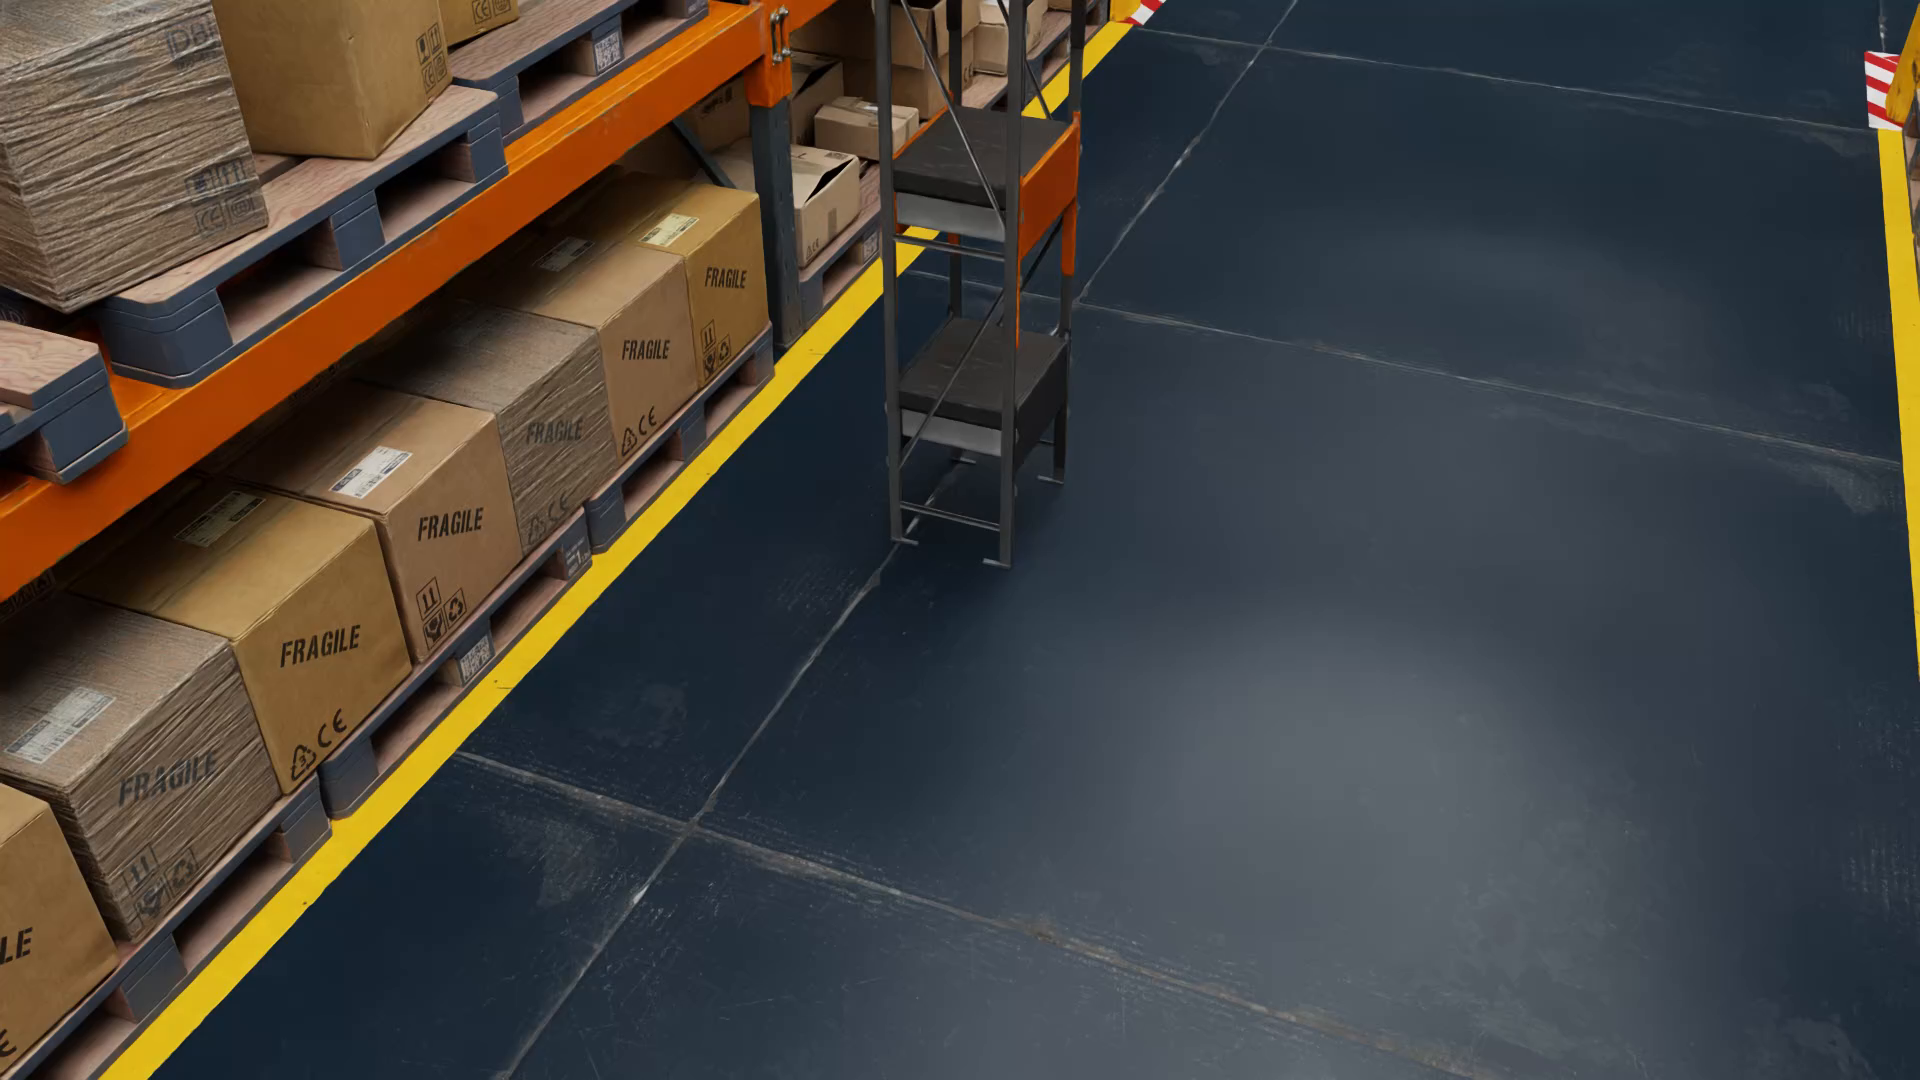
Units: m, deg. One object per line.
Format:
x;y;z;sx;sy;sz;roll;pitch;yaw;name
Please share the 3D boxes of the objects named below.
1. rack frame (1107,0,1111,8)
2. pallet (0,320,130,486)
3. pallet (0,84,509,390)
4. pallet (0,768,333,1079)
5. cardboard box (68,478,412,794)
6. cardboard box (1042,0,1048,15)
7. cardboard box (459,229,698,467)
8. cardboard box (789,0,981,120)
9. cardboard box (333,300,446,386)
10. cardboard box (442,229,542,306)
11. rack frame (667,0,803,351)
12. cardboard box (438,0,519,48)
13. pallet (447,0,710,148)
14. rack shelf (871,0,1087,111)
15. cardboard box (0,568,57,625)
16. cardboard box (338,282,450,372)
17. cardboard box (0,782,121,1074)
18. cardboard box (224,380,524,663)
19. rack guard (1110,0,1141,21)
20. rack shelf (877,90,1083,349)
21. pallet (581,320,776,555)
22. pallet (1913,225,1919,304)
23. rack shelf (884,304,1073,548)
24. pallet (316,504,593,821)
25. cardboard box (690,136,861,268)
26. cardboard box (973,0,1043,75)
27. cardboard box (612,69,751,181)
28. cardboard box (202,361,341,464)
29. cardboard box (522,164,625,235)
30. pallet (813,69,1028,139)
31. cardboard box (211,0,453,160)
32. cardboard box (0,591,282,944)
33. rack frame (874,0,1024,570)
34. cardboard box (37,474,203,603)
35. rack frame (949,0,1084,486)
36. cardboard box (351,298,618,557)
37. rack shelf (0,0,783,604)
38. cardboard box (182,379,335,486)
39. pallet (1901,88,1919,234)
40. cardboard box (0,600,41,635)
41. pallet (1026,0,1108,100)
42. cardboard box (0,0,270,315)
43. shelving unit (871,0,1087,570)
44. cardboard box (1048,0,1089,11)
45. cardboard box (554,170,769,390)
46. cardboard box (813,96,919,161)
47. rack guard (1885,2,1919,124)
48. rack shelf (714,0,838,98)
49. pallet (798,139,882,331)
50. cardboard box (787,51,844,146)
0.444;-4.269;8.456;1.000;3.000;0.127;14;39;18;rack frame
-2.407;-0.154;3.111;1.213;0.211;1.003;14;39;18;pallet
-1.865;-0.841;4.029;1.003;0.211;1.213;14;39;18;pallet
-2.281;0.872;3.906;1.003;0.211;1.213;14;39;18;pallet
-1.773;0.231;4.156;0.500;0.500;0.500;13;39;17;cardboard box
0.227;-2.749;8.422;0.380;0.166;0.250;14;39;18;cardboard box
-1.197;-0.619;5.293;0.500;0.500;0.500;14;39;18;cardboard box
-0.368;-2.272;7.502;0.797;0.503;0.637;14;39;18;cardboard box
-1.877;-0.444;5.059;0.500;0.500;0.500;14;39;18;cardboard box
-1.680;-0.719;5.427;0.500;0.500;0.500;14;39;18;cardboard box
-1.078;-2.054;5.493;1.000;3.000;0.127;14;39;18;rack frame
-1.668;-1.656;4.526;0.700;0.500;0.500;20;41;25;cardboard box
-1.483;-1.560;4.992;1.003;0.211;1.213;14;39;18;pallet
0.063;-1.482;4.333;0.431;0.518;0.480;14;39;18;rack shelf
-2.444;0.082;3.730;0.500;0.250;0.500;15;39;19;cardboard box
-1.868;-0.764;4.860;0.500;0.250;0.500;14;39;18;cardboard box
-2.163;0.798;3.397;0.500;0.500;0.500;15;39;20;cardboard box
-1.580;-0.059;4.544;0.500;0.500;0.500;13;39;16;cardboard box
0.415;-3.226;9.148;1.175;0.500;0.348;14;39;18;rack guard
0.063;-0.922;4.752;0.431;0.518;0.480;14;39;18;rack shelf
-1.353;-0.478;5.714;1.003;0.211;1.213;14;39;18;pallet
4.208;-0.901;6.279;1.003;0.211;1.213;14;39;18;pallet
0.063;-0.361;5.171;0.431;0.518;0.480;14;39;18;rack shelf
-1.816;0.199;4.807;1.003;0.211;1.213;14;39;18;pallet
-0.719;-1.337;6.411;0.500;0.311;0.500;14;39;18;cardboard box
0.075;-2.468;7.975;0.500;0.250;0.500;14;39;18;cardboard box
-1.124;-1.609;6.618;0.500;0.500;0.500;14;39;18;cardboard box
-2.059;-0.486;4.489;0.500;0.250;0.500;13;39;17;cardboard box
-1.488;-1.017;5.826;0.500;0.500;0.500;12;38;16;cardboard box
-0.353;-1.995;7.743;1.003;0.211;1.213;14;39;18;pallet
-1.693;-1.270;4.010;0.700;0.500;0.500;5;37;6;cardboard box
-1.969;0.507;3.786;0.500;0.500;0.500;12;39;16;cardboard box
-0.030;-0.798;4.563;0.400;2.100;0.015;14;39;18;rack frame
-2.264;0.128;4.294;0.500;0.500;0.500;12;39;16;cardboard box
0.156;-1.068;4.925;0.400;2.100;0.015;14;39;18;rack frame
-1.388;-0.342;4.922;0.500;0.500;0.500;14;39;18;cardboard box
-1.839;-0.659;4.227;1.077;0.370;4.000;14;39;18;rack shelf
-2.070;-0.164;4.685;0.500;0.500;0.500;12;39;16;cardboard box
4.673;-1.574;7.179;1.003;0.211;1.213;14;39;18;pallet
-2.462;0.414;3.911;0.500;0.500;0.500;15;39;20;cardboard box
0.112;-2.668;8.644;1.003;0.211;1.213;14;39;18;pallet
-1.940;-0.885;3.495;0.700;0.500;0.500;21;42;26;cardboard box
0.063;-0.933;4.744;0.431;2.100;0.503;14;39;18;shelving unit
0.465;-3.087;8.595;0.500;0.500;0.500;14;39;18;cardboard box
-1.001;-0.891;5.657;0.500;0.500;0.500;14;39;17;cardboard box
-0.399;-1.760;7.098;0.380;0.166;0.250;14;39;18;cardboard box
5.020;-2.154;7.714;1.175;0.500;0.348;14;39;18;rack guard
-0.317;-2.874;7.190;1.077;0.370;4.000;14;39;18;rack shelf
-0.816;-1.317;6.836;1.003;0.211;1.213;14;39;18;pallet
-0.838;-1.949;7.230;0.500;0.311;0.500;14;39;18;cardboard box
